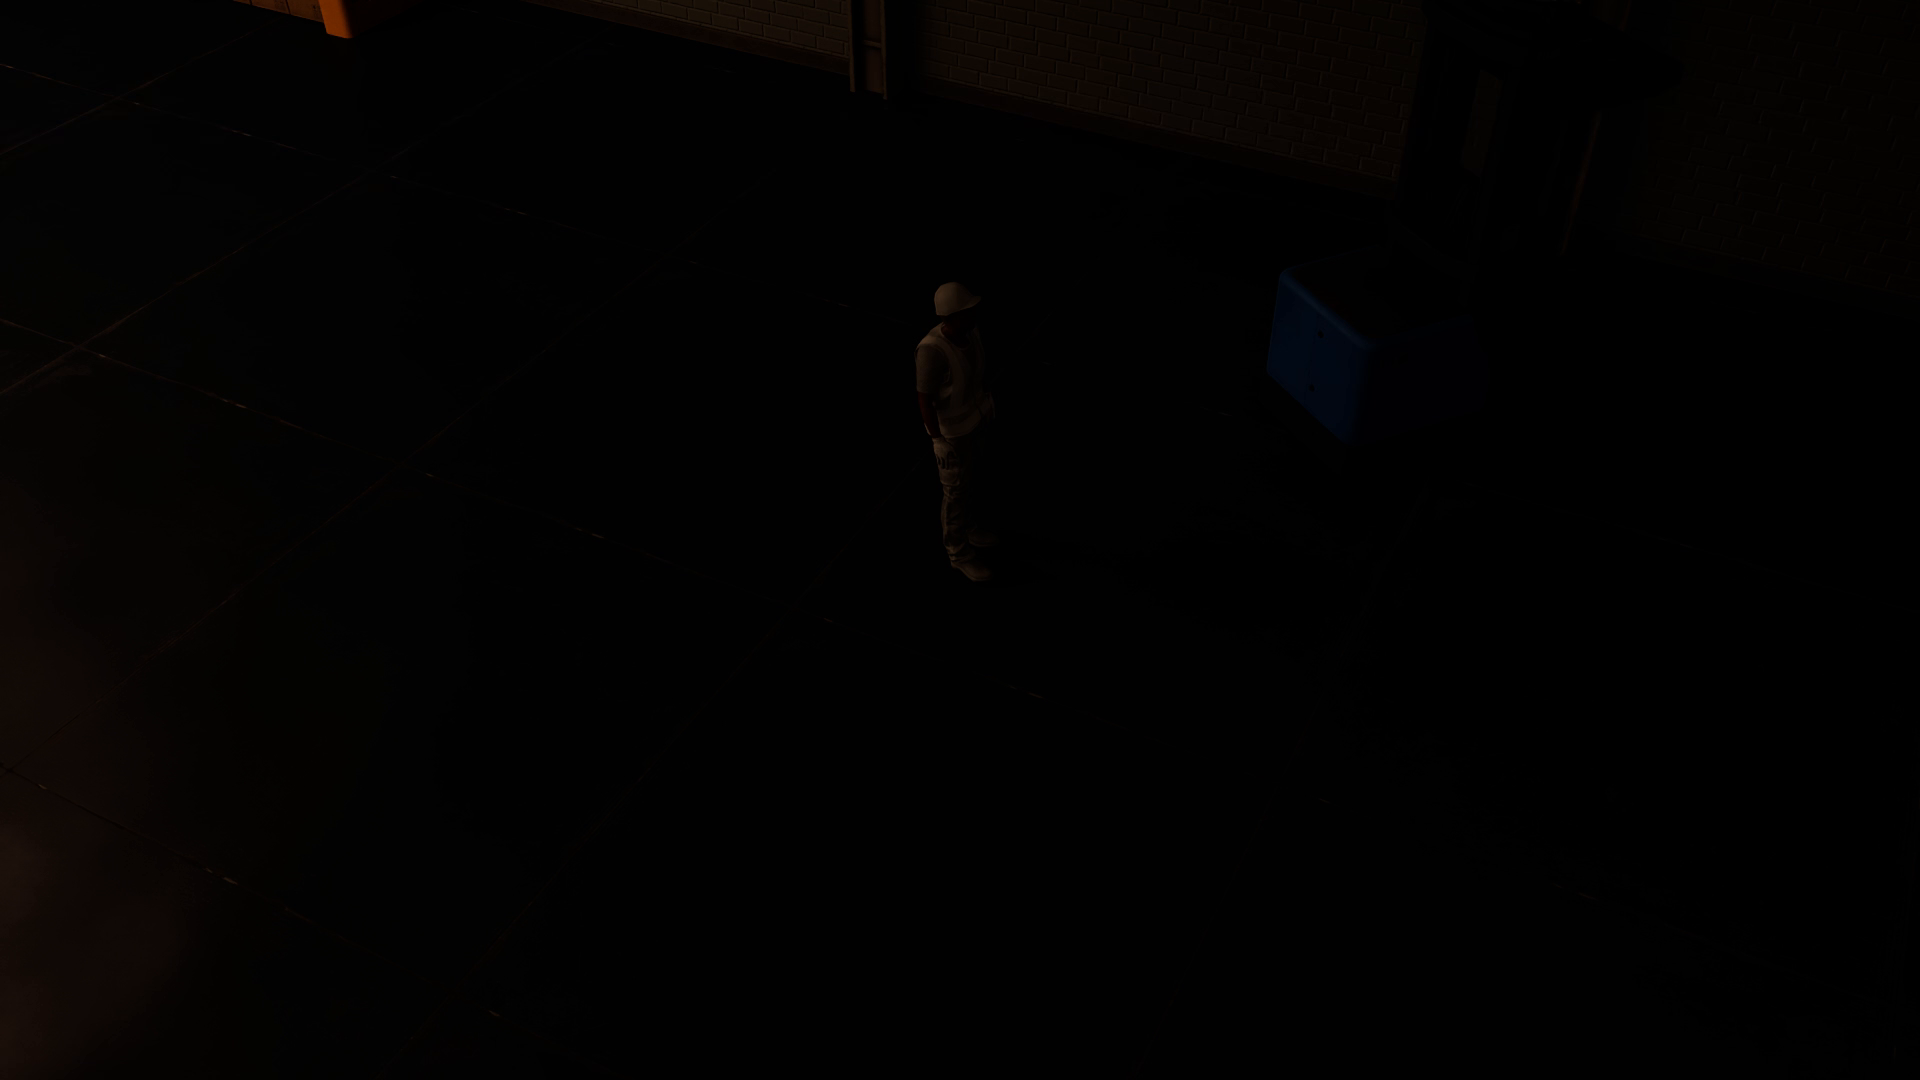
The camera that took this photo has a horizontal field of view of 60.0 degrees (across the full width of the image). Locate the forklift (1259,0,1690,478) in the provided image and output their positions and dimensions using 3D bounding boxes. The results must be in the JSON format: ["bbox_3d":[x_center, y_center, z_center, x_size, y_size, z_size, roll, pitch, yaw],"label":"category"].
[{"bbox_3d":[3.590,-2.159,10.550,3.031,2.935,1.130,-17,43,-19],"label":"forklift"}]

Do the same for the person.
[{"bbox_3d":[0.061,-0.661,9.652,0.575,1.784,0.656,18,43,21],"label":"person"}]
